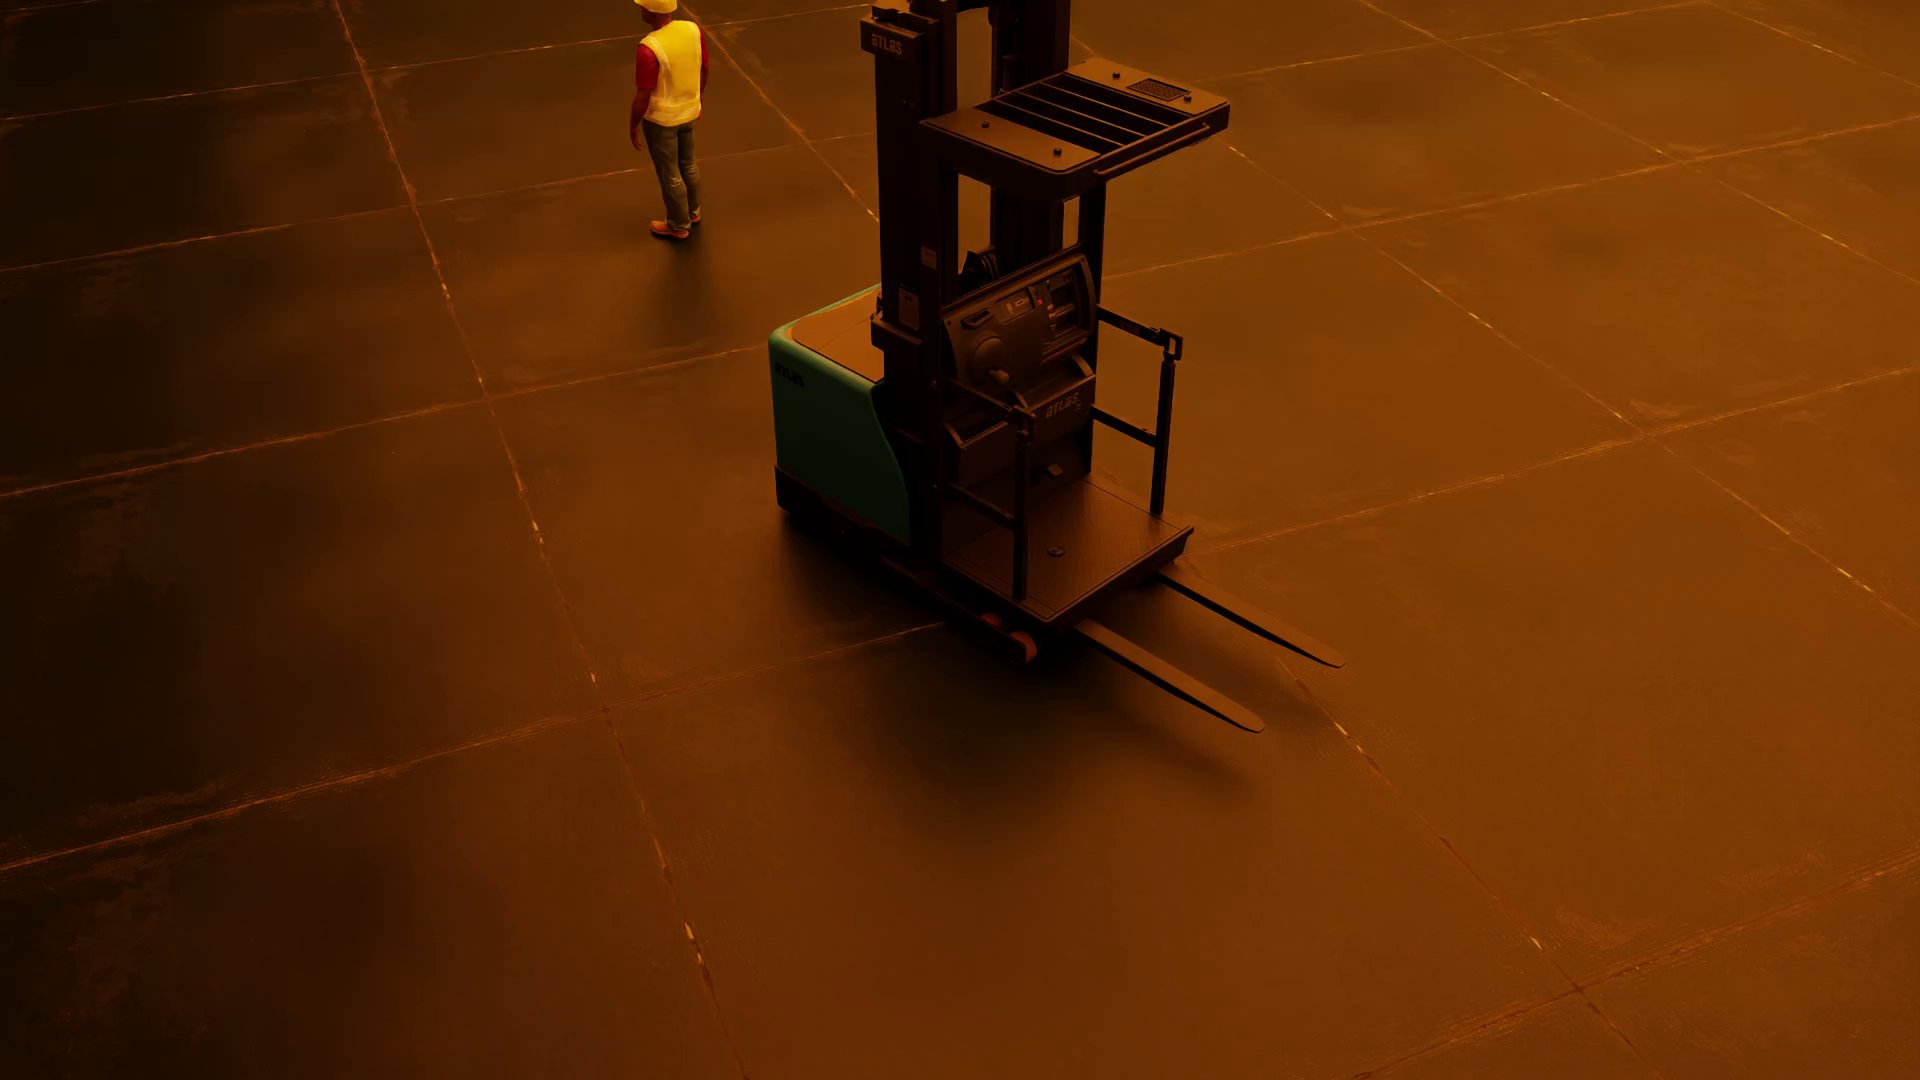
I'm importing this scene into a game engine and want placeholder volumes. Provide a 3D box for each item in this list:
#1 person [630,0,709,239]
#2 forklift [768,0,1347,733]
[{"bbox_3d":[-1.993,-2.872,11.130,0.577,1.766,0.665,24,42,30],"label":"person"},{"bbox_3d":[0.432,-0.946,7.429,3.031,2.935,1.130,30,45,35],"label":"forklift"}]
